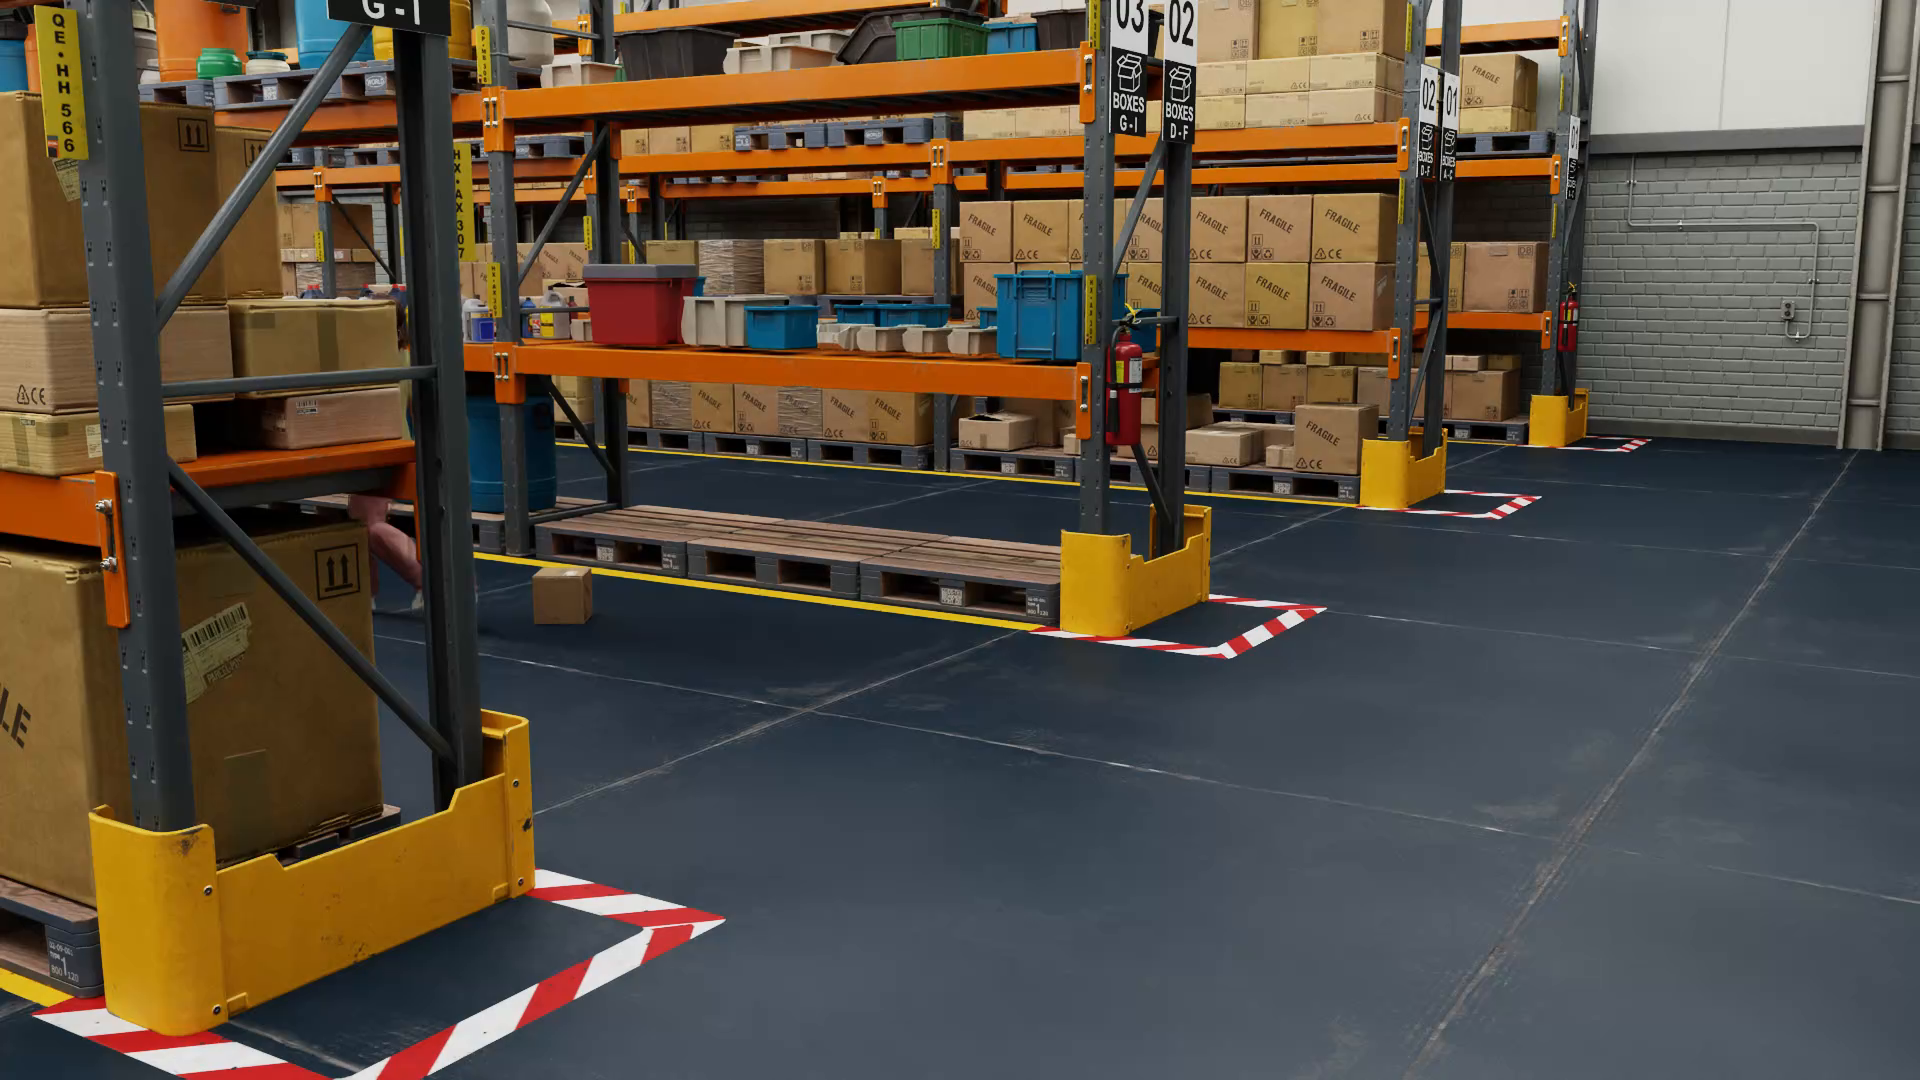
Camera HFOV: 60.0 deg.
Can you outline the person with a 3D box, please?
[{"bbox_3d":[-2.914,-0.421,8.396,0.903,1.629,0.452,4,10,23],"label":"person"}]
